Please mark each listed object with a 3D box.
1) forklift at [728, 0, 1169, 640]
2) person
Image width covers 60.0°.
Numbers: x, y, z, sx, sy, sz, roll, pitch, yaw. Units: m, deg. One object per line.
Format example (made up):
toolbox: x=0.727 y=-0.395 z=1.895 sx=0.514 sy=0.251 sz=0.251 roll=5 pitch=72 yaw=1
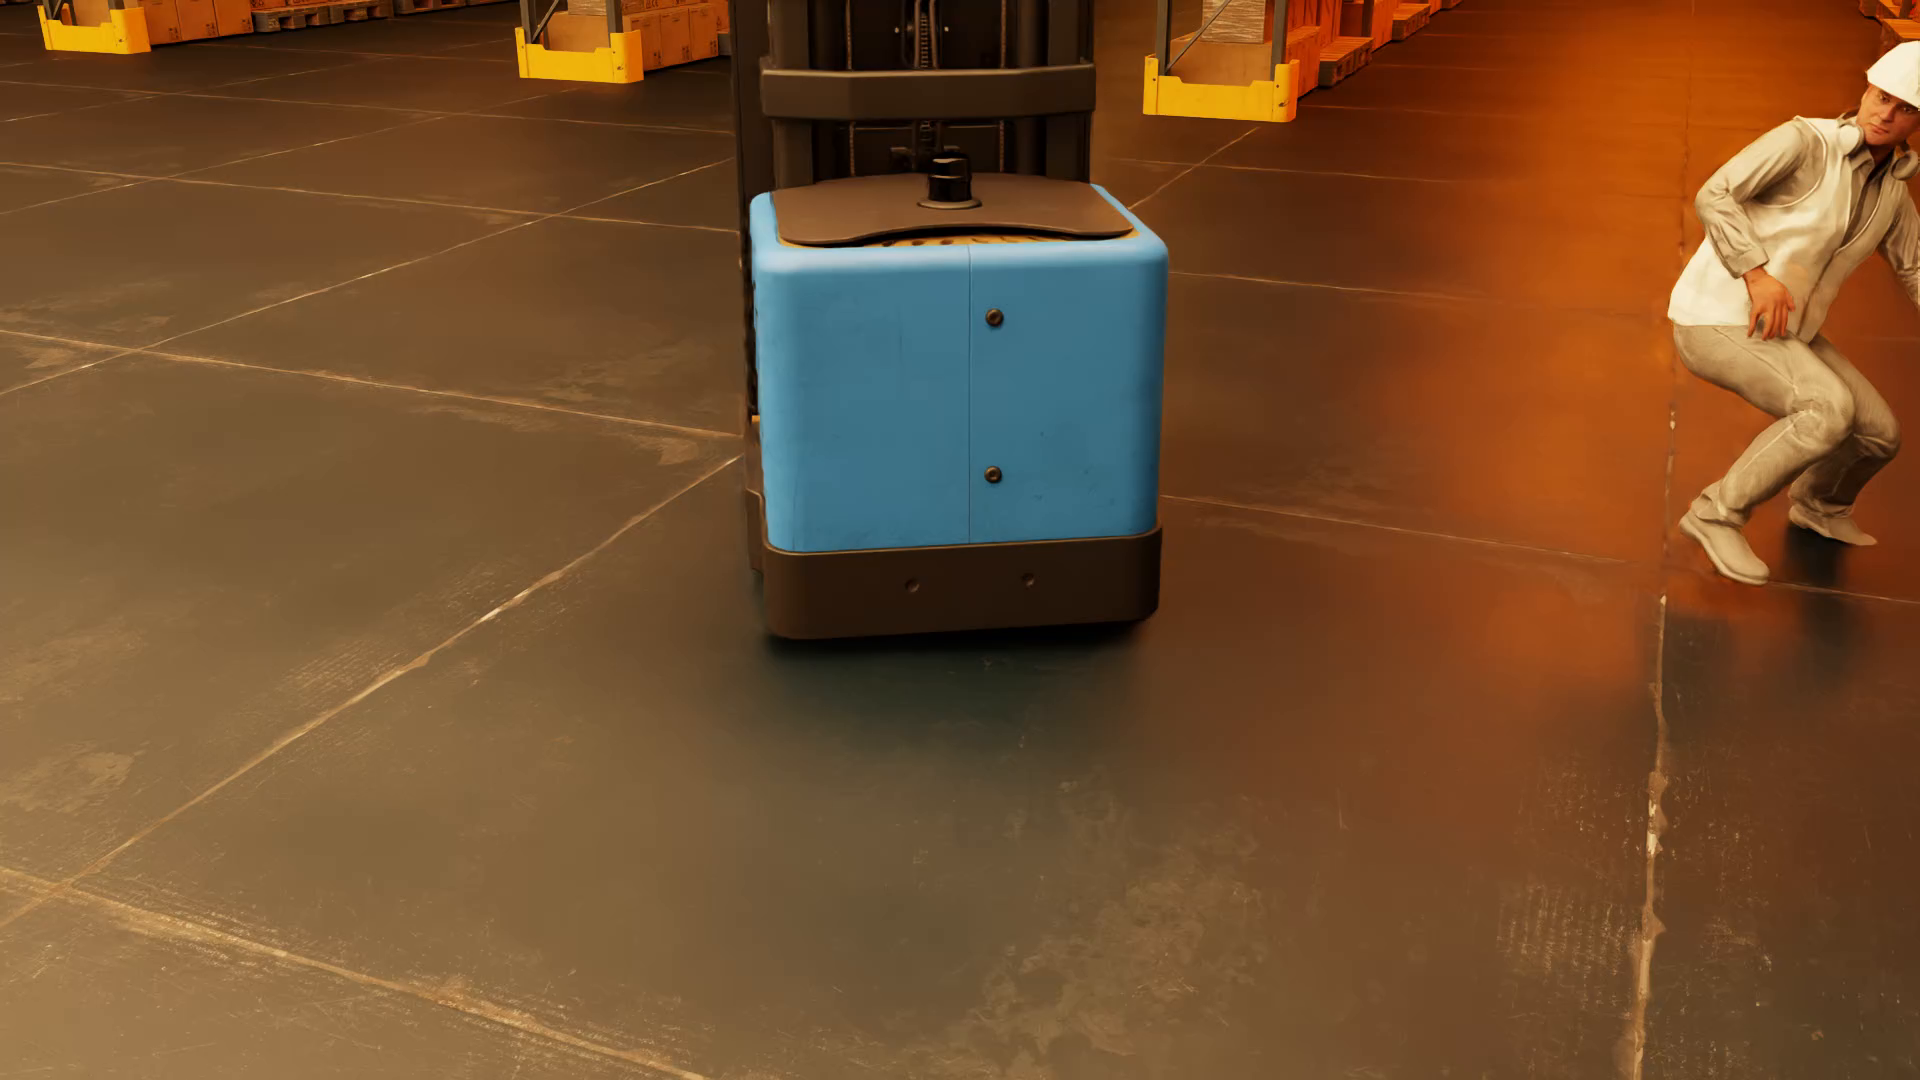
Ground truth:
forklift: x=-0.177 y=-1.628 z=5.188 sx=1.130 sy=2.935 sz=3.031 roll=-3 pitch=23 yaw=-7
person: x=2.417 y=-0.605 z=4.661 sx=0.881 sy=1.548 sz=0.691 roll=-13 pitch=26 yaw=-28
